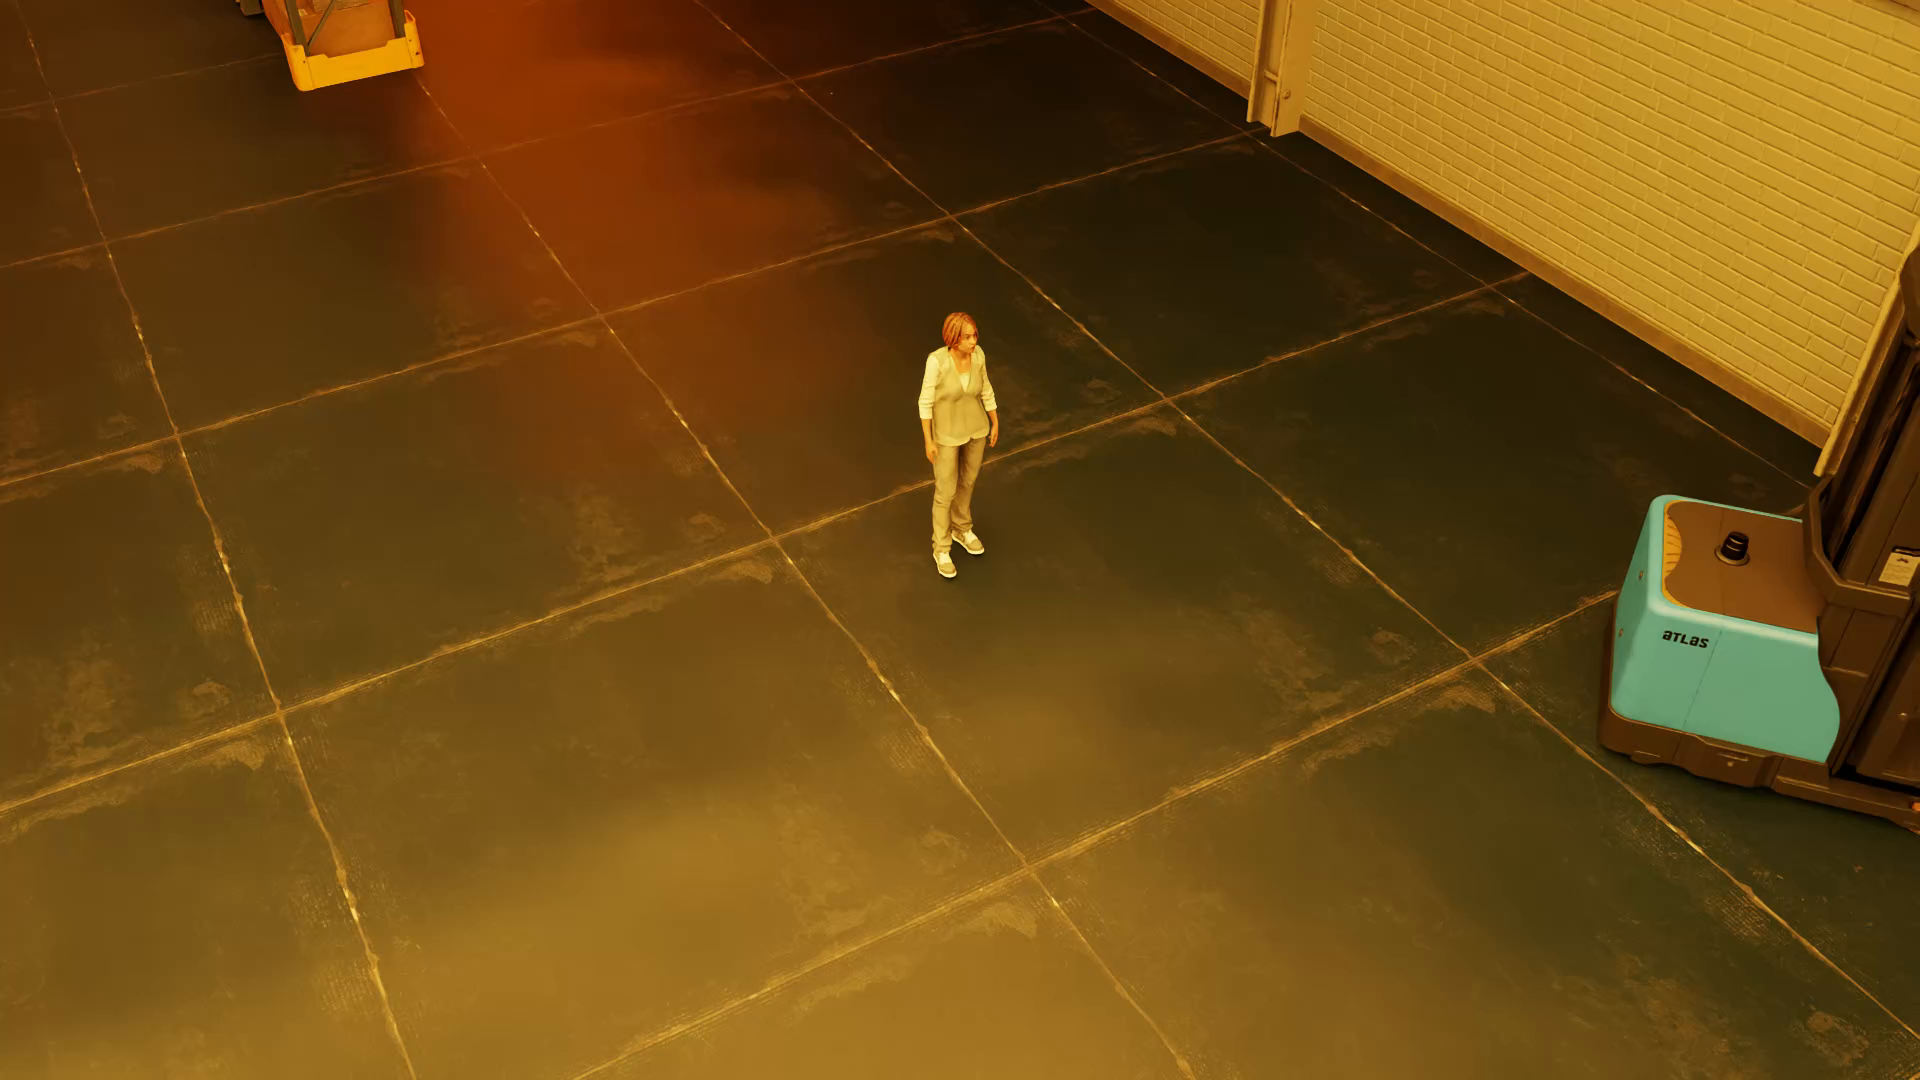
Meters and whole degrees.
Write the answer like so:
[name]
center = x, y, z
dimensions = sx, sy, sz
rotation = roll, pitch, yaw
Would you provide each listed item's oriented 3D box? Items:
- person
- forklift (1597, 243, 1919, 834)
[person]
center = 0.025, -0.570, 9.768
dimensions = 0.520, 1.582, 0.475
rotation = -20, 44, -23
[forklift]
center = 5.002, 0.036, 7.993
dimensions = 3.031, 2.935, 1.130
rotation = 13, 41, 15
